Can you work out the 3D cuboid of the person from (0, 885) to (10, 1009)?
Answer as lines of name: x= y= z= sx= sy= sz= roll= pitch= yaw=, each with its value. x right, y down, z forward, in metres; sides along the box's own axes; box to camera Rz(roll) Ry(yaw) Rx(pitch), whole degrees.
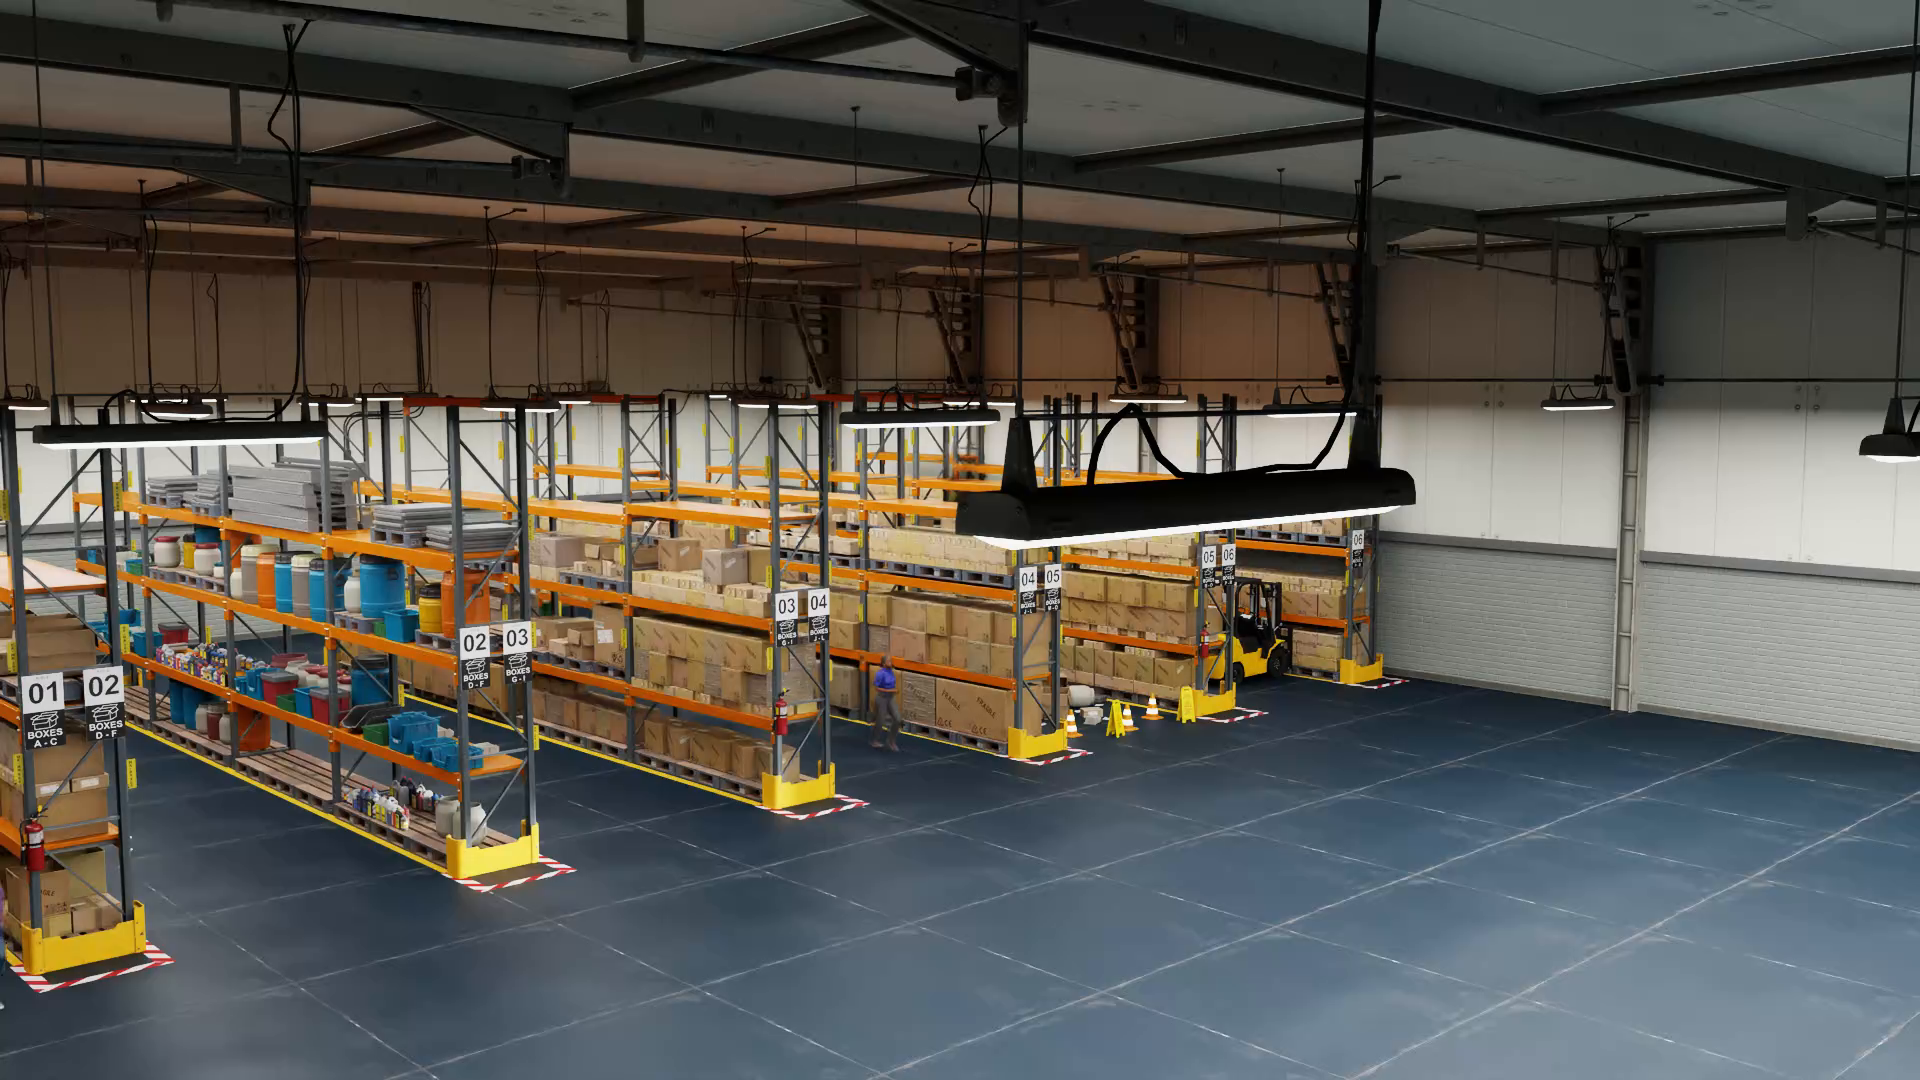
person: x=-9.898 y=3.939 z=16.880 sx=0.643 sy=1.528 sz=0.589 roll=1 pitch=6 yaw=7

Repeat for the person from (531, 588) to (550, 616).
person: x=-10.160 y=1.535 z=40.523 sx=0.647 sy=1.818 sz=0.708 roll=4 pitch=7 yaw=39

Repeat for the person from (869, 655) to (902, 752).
person: x=-1.264 y=2.793 z=28.318 sx=0.727 sy=1.704 sz=0.566 roll=5 pitch=7 yaw=41

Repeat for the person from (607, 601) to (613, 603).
person: x=-7.329 y=2.100 z=34.833 sx=0.721 sy=1.746 sz=0.639 roll=-4 pitch=7 yaw=-39
